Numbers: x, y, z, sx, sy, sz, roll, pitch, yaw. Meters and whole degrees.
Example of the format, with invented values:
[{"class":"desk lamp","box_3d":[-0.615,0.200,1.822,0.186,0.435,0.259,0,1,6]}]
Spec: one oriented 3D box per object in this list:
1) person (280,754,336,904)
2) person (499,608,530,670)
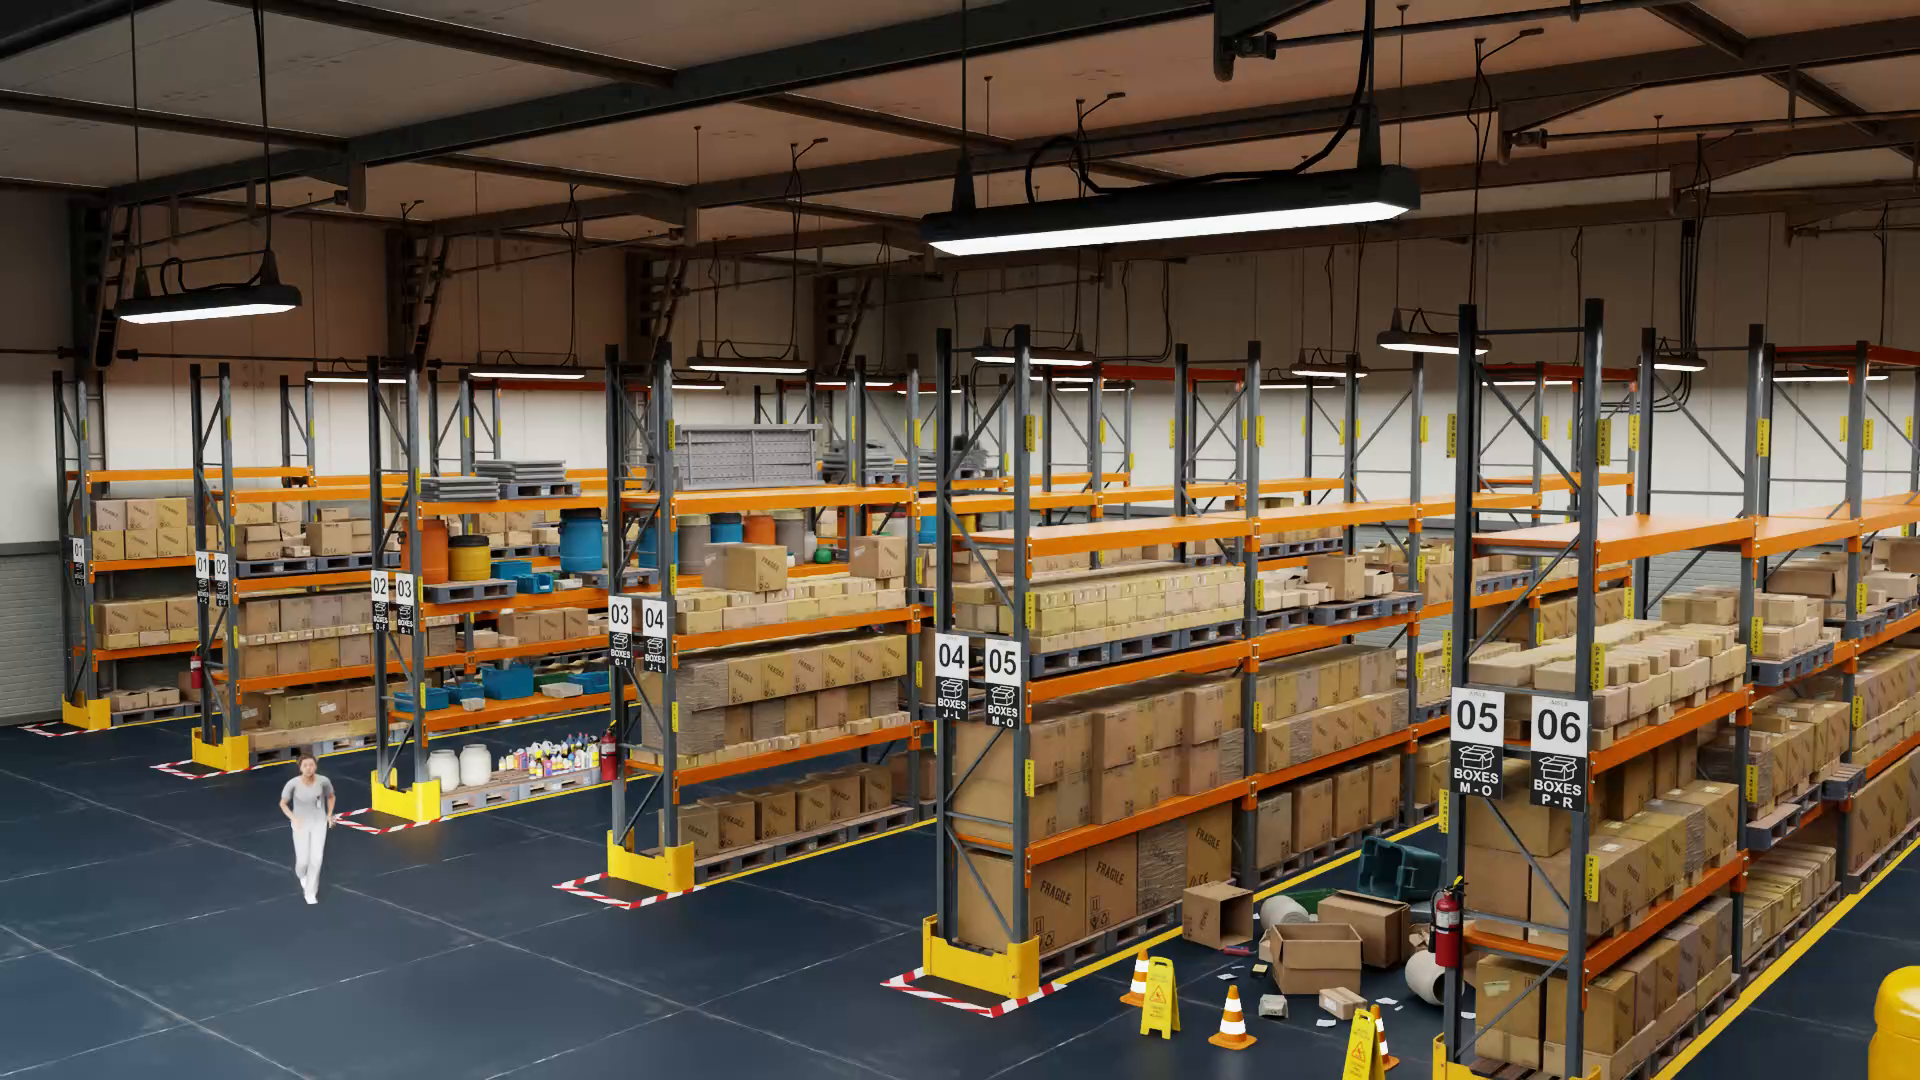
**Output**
[{"class":"person","box_3d":[-7.027,3.076,17.935,0.564,1.614,0.656,-2,5,-26]},{"class":"person","box_3d":[-8.343,2.096,31.163,0.656,1.736,0.805,0,4,-3]}]
